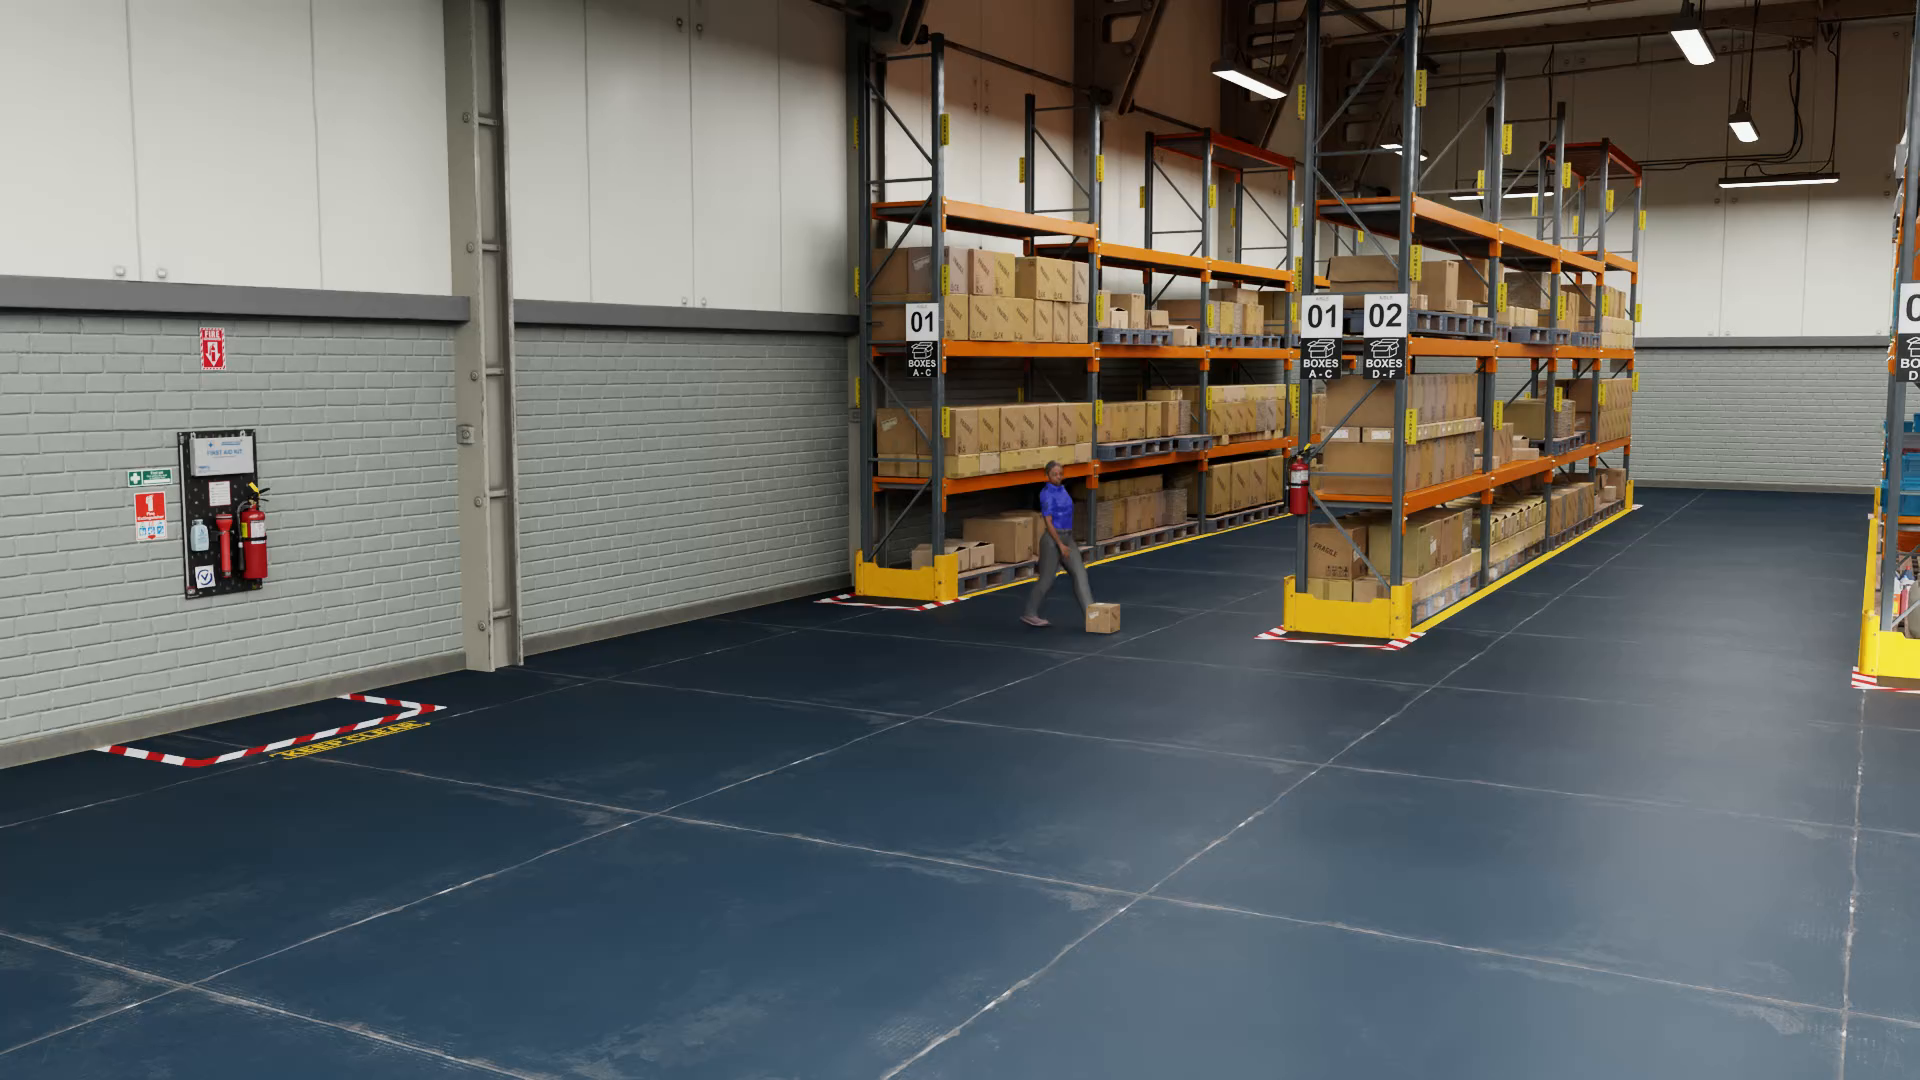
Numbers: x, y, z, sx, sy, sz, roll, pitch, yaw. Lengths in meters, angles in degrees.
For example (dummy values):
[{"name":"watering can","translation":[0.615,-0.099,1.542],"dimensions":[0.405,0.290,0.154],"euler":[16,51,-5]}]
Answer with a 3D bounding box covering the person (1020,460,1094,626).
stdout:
[{"name":"person","translation":[1.031,0.042,16.082],"dimensions":[0.927,1.622,0.476],"euler":[4,7,35]}]
